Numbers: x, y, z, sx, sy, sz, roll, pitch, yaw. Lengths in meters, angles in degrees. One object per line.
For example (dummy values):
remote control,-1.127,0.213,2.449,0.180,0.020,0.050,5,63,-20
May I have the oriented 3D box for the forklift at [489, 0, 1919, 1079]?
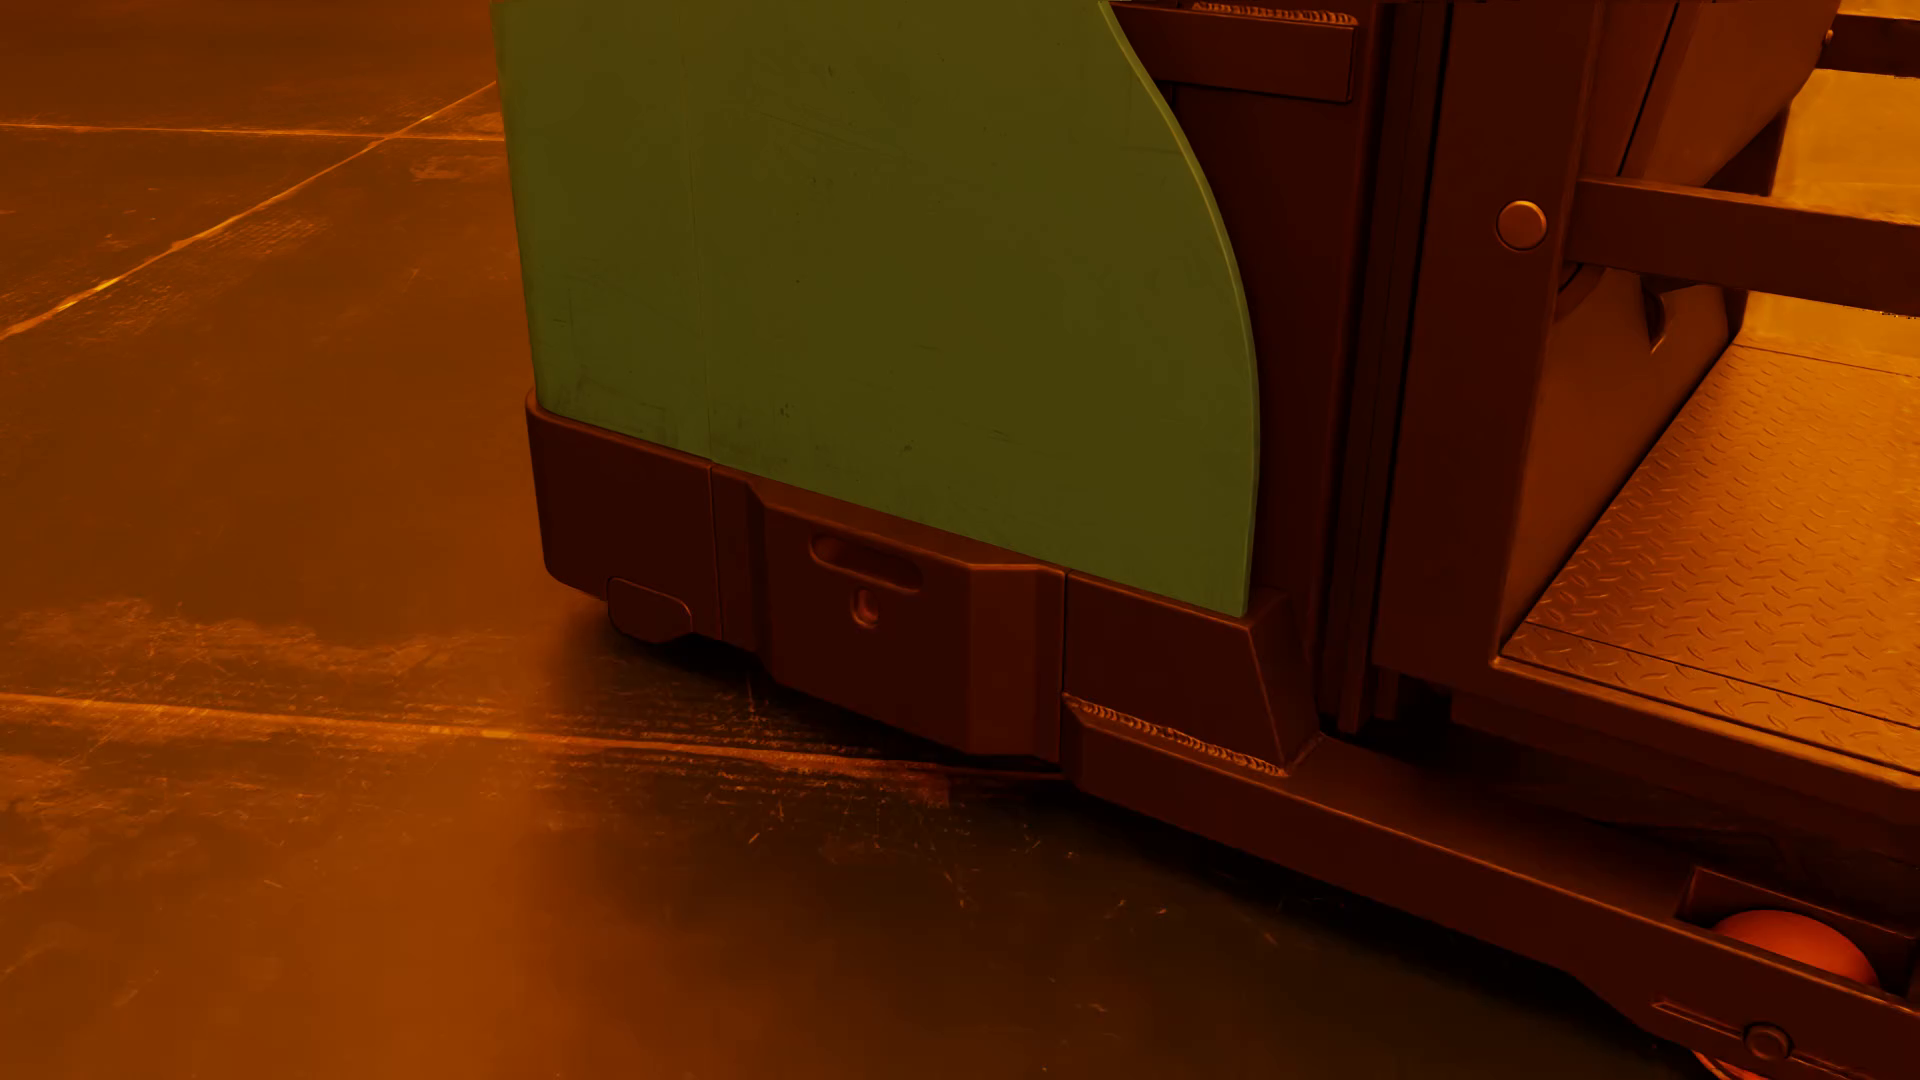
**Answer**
forklift,0.939,-1.031,1.284,3.031,2.935,1.130,17,31,30
